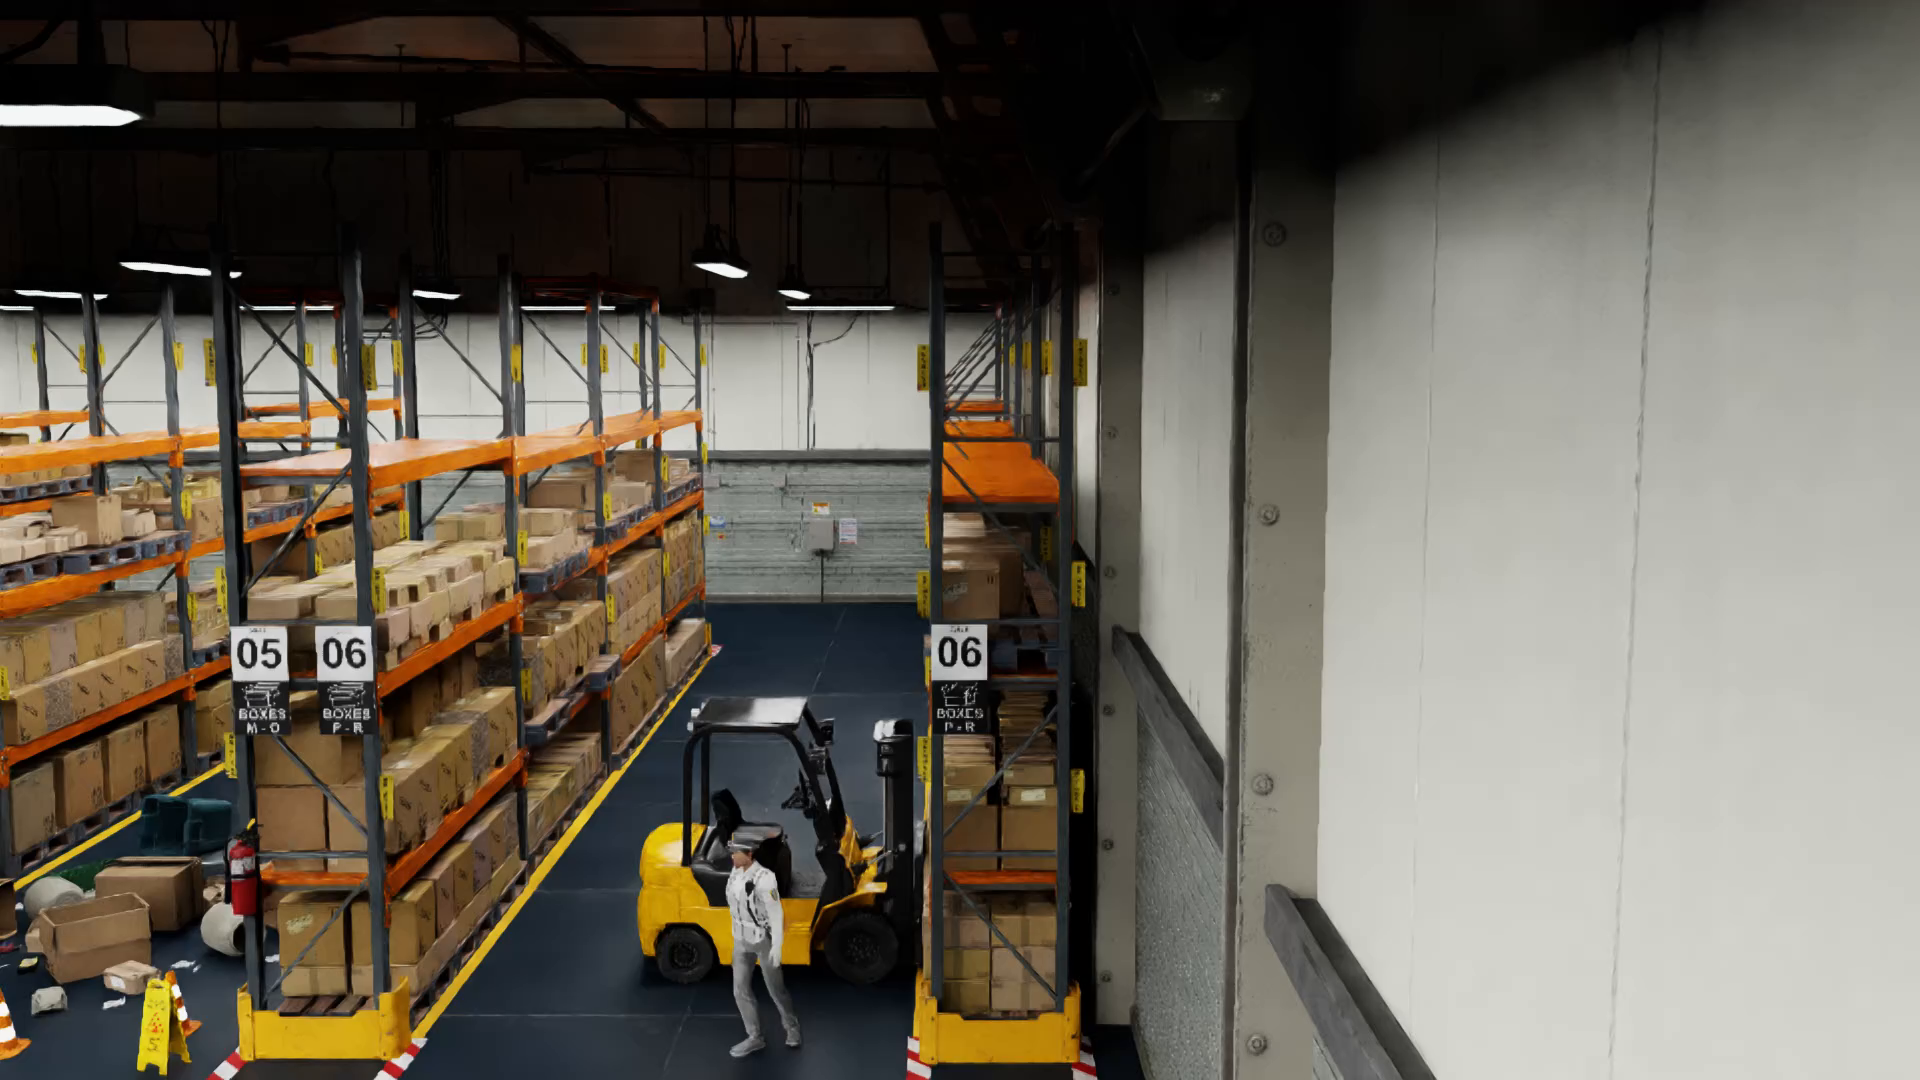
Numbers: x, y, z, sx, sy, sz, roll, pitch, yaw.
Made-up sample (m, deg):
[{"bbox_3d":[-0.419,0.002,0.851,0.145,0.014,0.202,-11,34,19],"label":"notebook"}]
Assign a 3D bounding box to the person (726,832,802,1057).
[{"bbox_3d":[-1.449,2.928,12.228,0.513,1.665,0.547,5,8,36],"label":"person"}]
